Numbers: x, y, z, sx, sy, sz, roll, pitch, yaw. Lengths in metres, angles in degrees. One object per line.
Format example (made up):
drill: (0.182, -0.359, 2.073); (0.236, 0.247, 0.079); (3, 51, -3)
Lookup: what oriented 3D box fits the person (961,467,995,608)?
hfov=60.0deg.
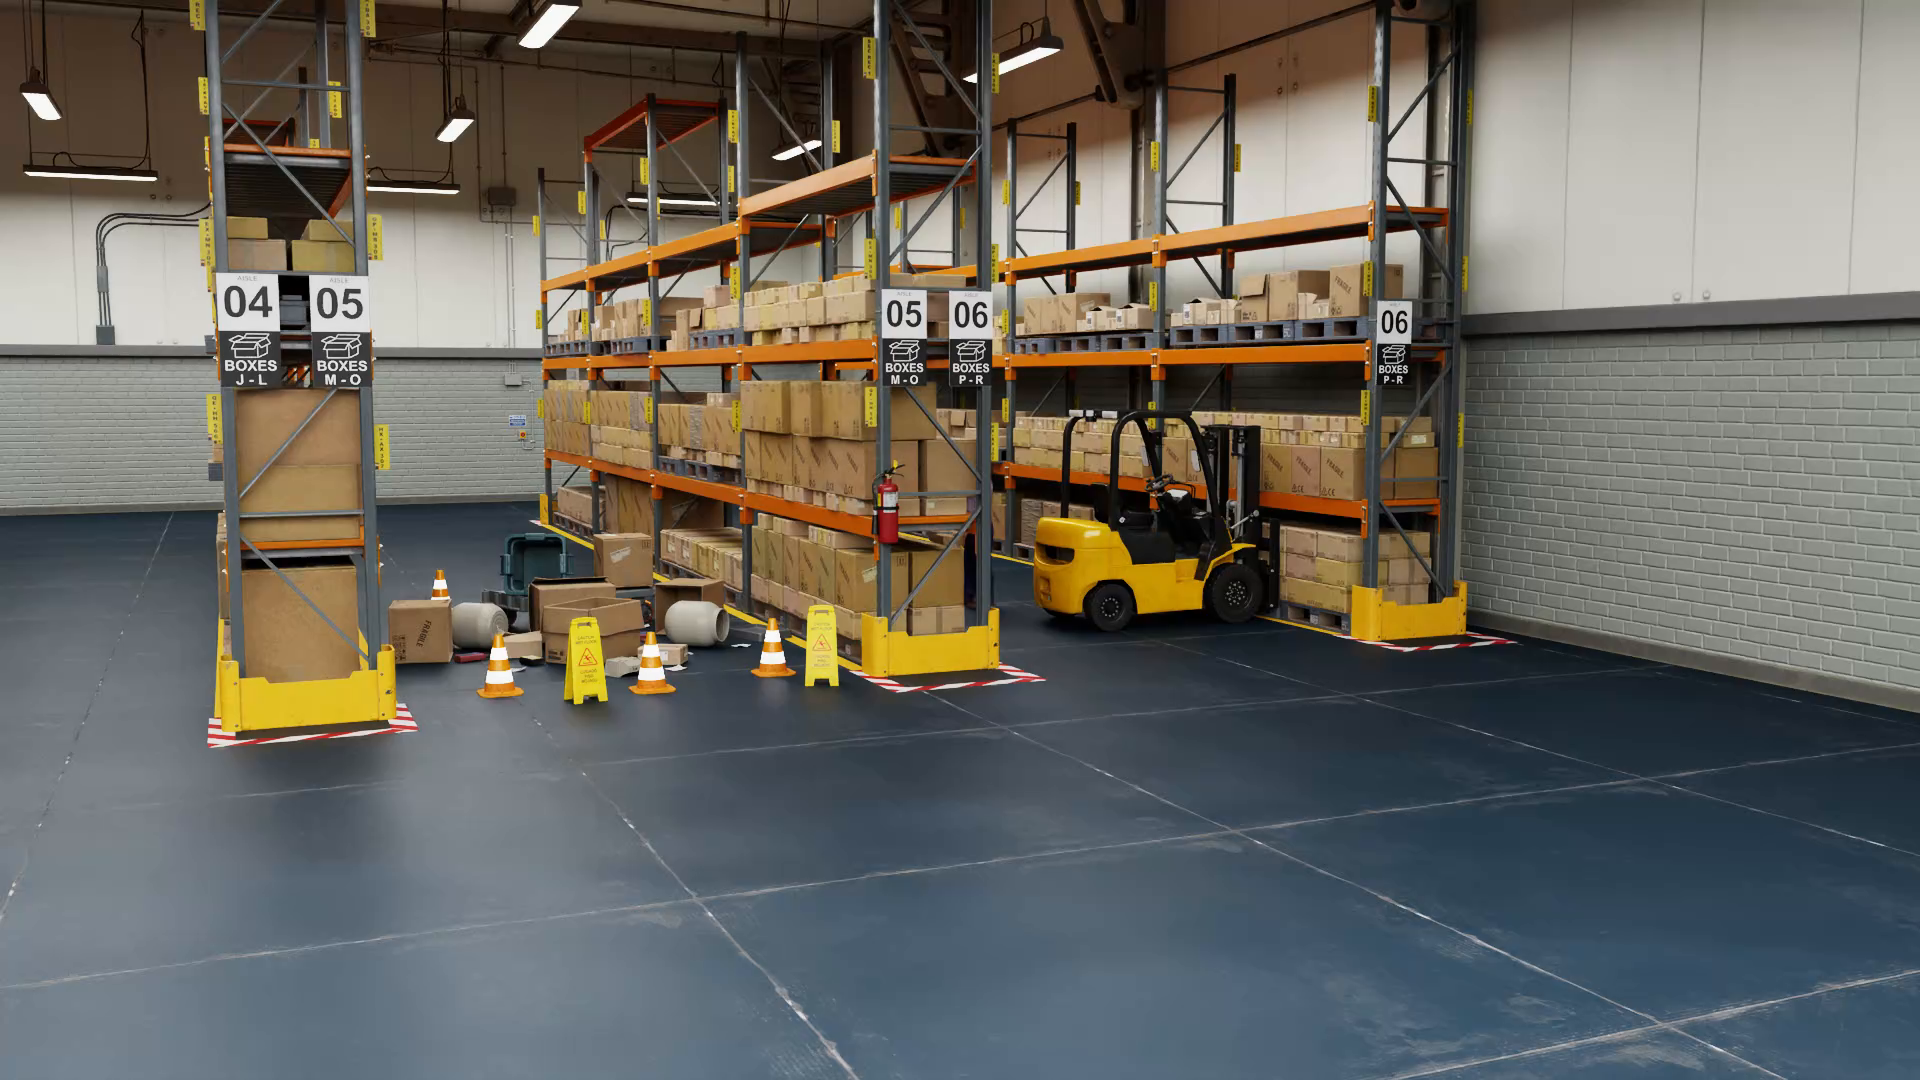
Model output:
person: (0.117, -0.097, 18.006); (0.519, 1.647, 0.526); (0, 6, -1)
